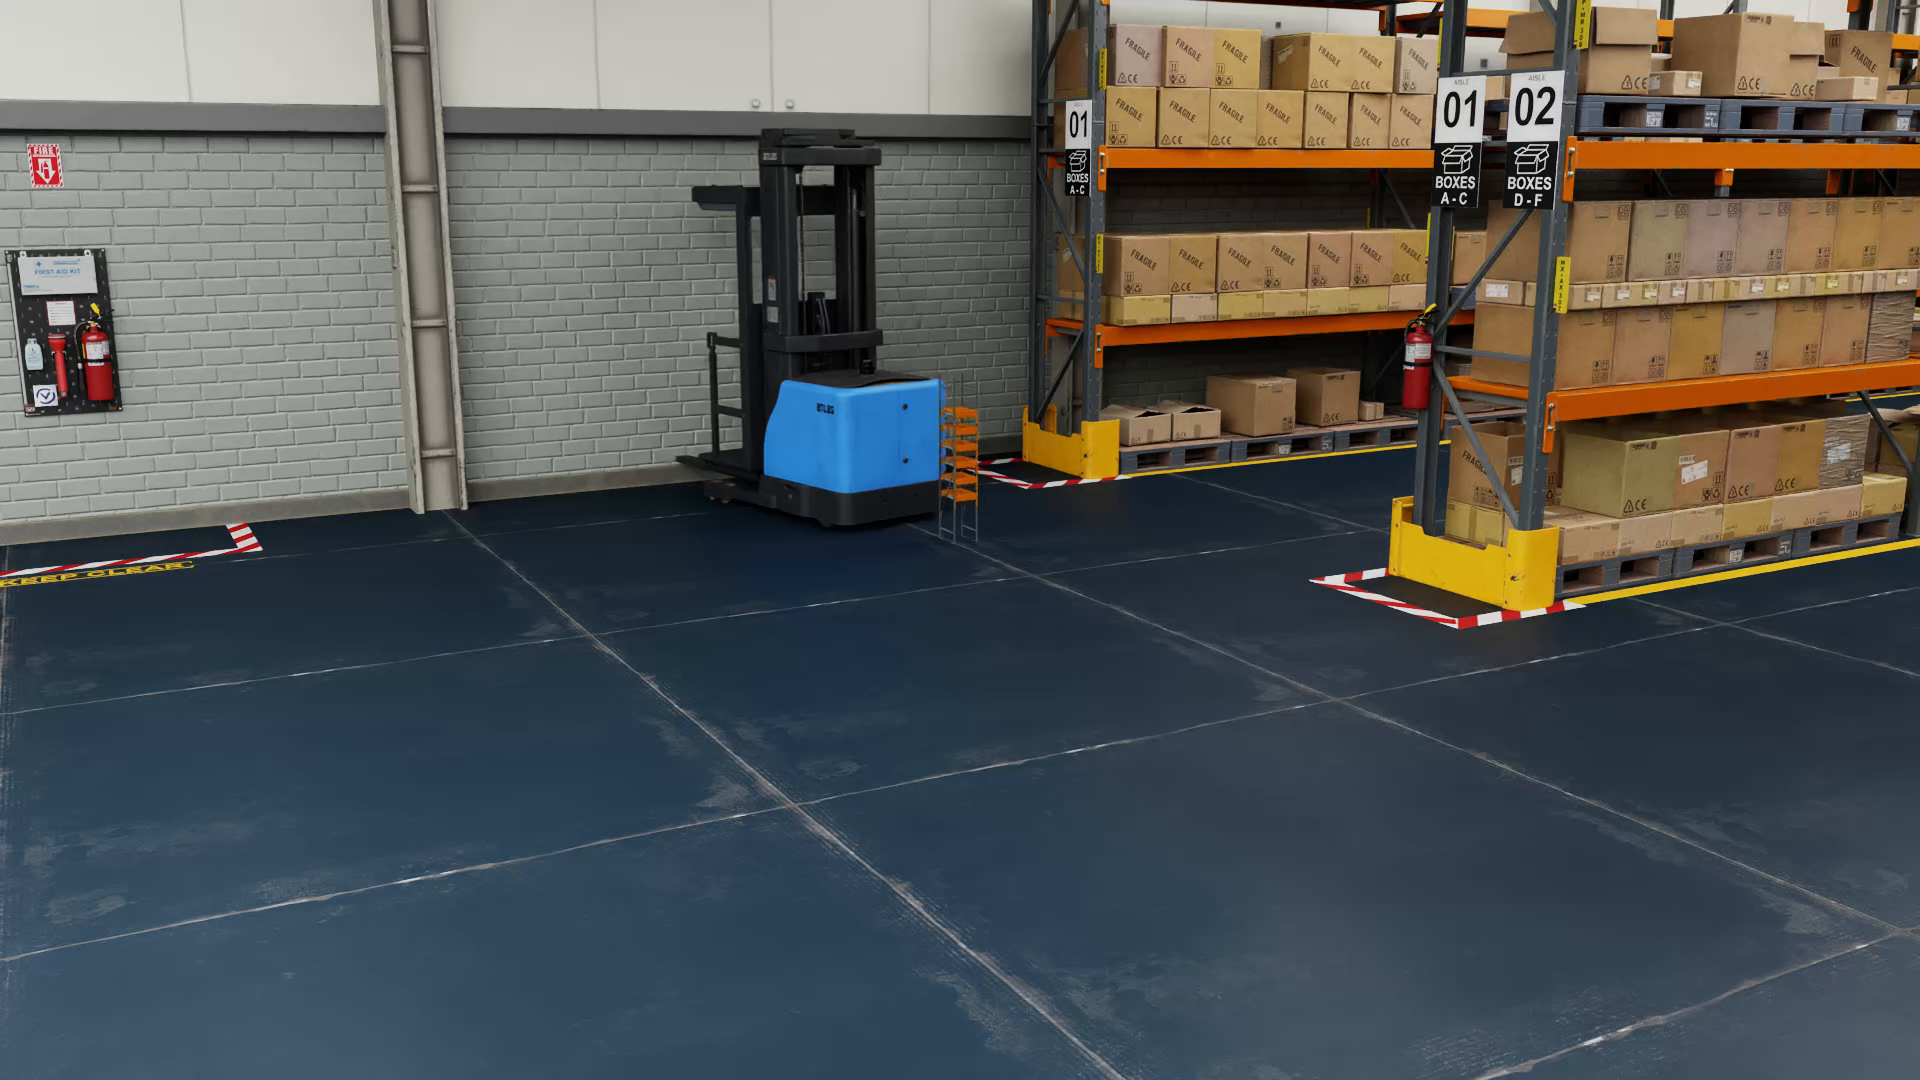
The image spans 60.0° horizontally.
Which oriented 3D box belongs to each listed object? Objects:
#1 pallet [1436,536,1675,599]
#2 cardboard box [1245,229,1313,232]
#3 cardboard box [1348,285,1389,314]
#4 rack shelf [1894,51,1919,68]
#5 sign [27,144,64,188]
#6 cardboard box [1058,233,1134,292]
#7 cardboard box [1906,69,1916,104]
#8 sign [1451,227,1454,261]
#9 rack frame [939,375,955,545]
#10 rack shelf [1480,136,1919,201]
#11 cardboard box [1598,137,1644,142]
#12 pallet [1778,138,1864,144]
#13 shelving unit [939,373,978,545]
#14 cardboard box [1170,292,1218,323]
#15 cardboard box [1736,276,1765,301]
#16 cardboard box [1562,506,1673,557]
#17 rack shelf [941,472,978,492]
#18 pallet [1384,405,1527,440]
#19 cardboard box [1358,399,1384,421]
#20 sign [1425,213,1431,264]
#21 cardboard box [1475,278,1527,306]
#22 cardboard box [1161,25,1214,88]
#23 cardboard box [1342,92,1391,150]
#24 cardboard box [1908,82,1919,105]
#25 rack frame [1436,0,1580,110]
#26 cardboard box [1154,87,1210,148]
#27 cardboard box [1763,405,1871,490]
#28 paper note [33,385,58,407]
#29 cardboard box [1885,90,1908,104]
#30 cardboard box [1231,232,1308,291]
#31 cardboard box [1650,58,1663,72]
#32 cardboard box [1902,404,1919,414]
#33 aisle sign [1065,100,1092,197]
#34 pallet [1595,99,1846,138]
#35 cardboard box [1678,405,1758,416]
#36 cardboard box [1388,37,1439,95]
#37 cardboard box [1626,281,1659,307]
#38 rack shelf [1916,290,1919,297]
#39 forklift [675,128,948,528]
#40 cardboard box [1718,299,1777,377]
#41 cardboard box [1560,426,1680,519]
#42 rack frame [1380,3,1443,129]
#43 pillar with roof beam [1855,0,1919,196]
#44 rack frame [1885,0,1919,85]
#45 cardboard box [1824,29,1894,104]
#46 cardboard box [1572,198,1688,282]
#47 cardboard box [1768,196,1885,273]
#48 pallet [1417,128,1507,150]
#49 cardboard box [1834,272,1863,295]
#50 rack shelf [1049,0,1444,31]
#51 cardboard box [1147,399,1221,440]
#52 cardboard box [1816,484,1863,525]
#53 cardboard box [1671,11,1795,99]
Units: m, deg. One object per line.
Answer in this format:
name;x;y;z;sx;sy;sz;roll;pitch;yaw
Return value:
pallet;3.947;0.117;11.108;1.213;0.211;1.003;-7;14;-28
cardboard box;3.021;-2.718;15.942;0.500;0.500;0.500;-6;14;-26
cardboard box;3.718;-2.307;15.826;0.500;0.250;0.500;-7;14;-28
rack shelf;13.207;-5.962;20.657;4.000;0.370;1.077;-7;14;-28
sign;-6.390;-2.615;11.616;0.199;0.298;0.001;-7;14;-28
cardboard box;1.231;-2.502;14.983;0.500;0.500;0.500;-7;14;-28
cardboard box;11.953;-5.500;20.332;0.500;0.500;0.500;-7;14;-28
sign;4.697;-2.848;15.962;0.005;0.325;0.100;-7;14;-28
rack frame;-0.093;-0.574;11.928;0.006;1.200;0.240;-7;14;-28
rack shelf;5.051;-2.478;11.093;4.000;0.370;1.077;-7;14;-28
cardboard box;6.759;-4.356;17.518;0.637;0.503;0.797;-5;14;-20
pallet;9.461;-4.518;18.951;1.213;0.211;1.003;-6;14;-25
shelving unit;-0.013;-0.584;11.971;0.189;1.200;0.258;-7;14;-28
cardboard box;1.948;-2.093;14.874;0.500;0.250;0.500;-7;15;-30
cardboard box;5.093;-1.681;11.043;0.250;0.149;0.380;-7;14;-27
cardboard box;4.310;-0.085;10.961;0.500;0.250;0.500;-7;14;-28
rack shelf;-0.013;-0.423;12.007;0.180;0.103;0.258;-7;14;-28
pallet;5.113;-1.252;17.189;1.213;0.211;1.003;-7;14;-28
cardboard box;3.975;-1.300;16.505;0.250;0.166;0.380;-9;16;-35
sign;3.048;-1.941;10.726;0.005;0.325;0.100;-7;14;-28
cardboard box;3.540;-1.597;10.668;0.250;0.149;0.380;-7;15;-29
cardboard box;1.838;-4.155;14.359;0.500;0.500;0.500;-7;14;-29
cardboard box;3.655;-3.900;15.502;0.500;0.500;0.500;-8;15;-33
cardboard box;7.352;-3.234;12.199;0.500;0.250;0.500;-5;14;-22
rack frame;3.296;-4.081;9.749;0.127;3.000;1.000;-7;14;-28
cardboard box;1.821;-3.667;14.468;0.500;0.500;0.500;-6;14;-24
cardboard box;6.060;-0.663;11.824;0.500;0.500;0.500;-7;14;-28
paper note;-6.523;-1.030;11.862;0.142;0.148;0.016;-7;14;-28
cardboard box;10.627;-5.027;19.552;0.500;0.500;0.700;-8;15;-31
cardboard box;2.824;-2.563;15.256;0.500;0.500;0.500;-6;14;-26
cardboard box;4.180;-2.990;10.798;0.500;0.250;0.500;-7;14;-28
cardboard box;7.918;-0.918;13.387;0.500;0.311;0.500;-7;14;-28
aisle sign;1.000;-3.312;14.072;0.004;0.787;0.394;-7;14;-28
pallet;5.001;-2.774;10.971;1.213;0.211;1.003;-7;14;-28
cardboard box;5.372;-0.711;12.035;0.500;0.500;0.500;-7;14;-28
cardboard box;4.120;-4.435;15.599;0.500;0.500;0.500;-8;15;-33
cardboard box;4.193;-1.574;10.566;0.250;0.149;0.380;-7;14;-28
rack shelf;9.696;-2.810;19.402;4.000;0.370;1.077;-7;14;-28
forklift;-1.429;-1.784;13.362;1.130;2.935;3.031;-11;16;-39
cardboard box;5.069;-1.413;11.330;0.500;0.500;0.700;-6;14;-26
cardboard box;4.311;-0.450;10.877;0.500;0.500;0.500;-7;14;-28
rack frame;4.430;-5.457;15.859;0.127;3.000;1.000;-7;14;-28
pillar with roof beam;13.714;-5.709;16.980;0.400;9.000;9.100;-7;14;-28
rack frame;11.452;-6.298;19.599;0.127;3.000;1.000;-7;14;-28
cardboard box;6.238;-3.359;11.866;0.500;0.500;0.500;-6;14;-23
cardboard box;4.217;-1.945;10.737;0.500;0.500;0.700;-7;15;-29
cardboard box;5.977;-2.156;11.674;0.500;0.500;0.700;-7;14;-28
pallet;5.023;-3.946;16.407;1.003;0.211;1.213;-7;14;-28
cardboard box;5.994;-1.789;11.523;0.250;0.149;0.380;-7;14;-28
rack shelf;2.674;-4.894;15.004;4.000;0.370;1.077;-7;14;-28
cardboard box;2.070;-1.127;15.408;0.500;0.311;0.500;-6;14;-23
cardboard box;6.061;-0.297;11.904;0.500;0.250;0.500;-7;14;-28
cardboard box;4.884;-3.062;10.548;0.500;0.500;0.500;-7;14;-28
